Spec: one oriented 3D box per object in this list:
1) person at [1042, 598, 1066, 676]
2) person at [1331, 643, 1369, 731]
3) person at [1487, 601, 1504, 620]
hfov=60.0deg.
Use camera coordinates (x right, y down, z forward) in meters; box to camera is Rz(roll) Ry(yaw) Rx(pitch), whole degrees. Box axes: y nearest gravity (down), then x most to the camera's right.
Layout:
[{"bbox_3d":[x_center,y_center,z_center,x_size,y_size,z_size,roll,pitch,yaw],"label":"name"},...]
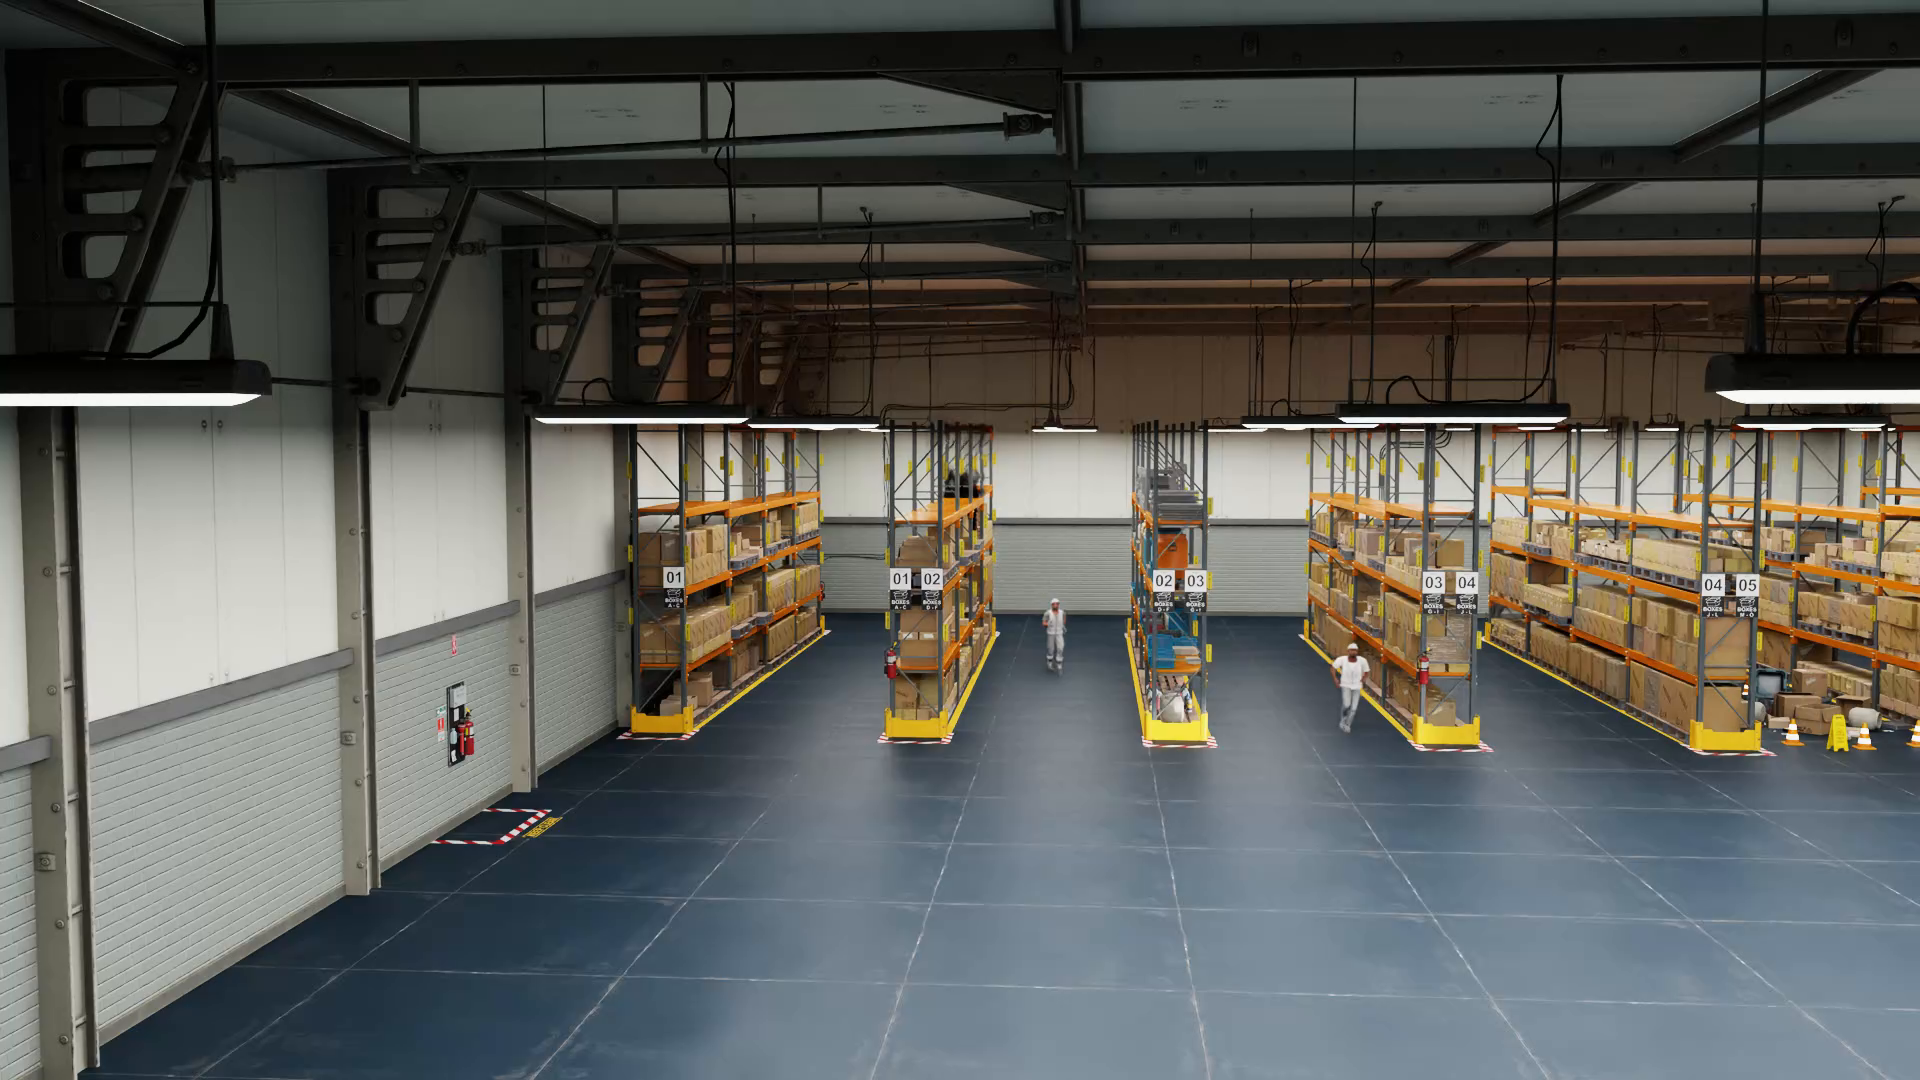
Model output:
[{"bbox_3d":[2.264,2.297,39.864,0.598,1.824,0.880,0,4,-5],"label":"person"},{"bbox_3d":[7.508,2.831,31.913,0.696,1.718,0.636,0,4,3],"label":"person"},{"bbox_3d":[15.355,1.960,47.630,0.541,1.507,0.564,-1,4,-21],"label":"person"}]
